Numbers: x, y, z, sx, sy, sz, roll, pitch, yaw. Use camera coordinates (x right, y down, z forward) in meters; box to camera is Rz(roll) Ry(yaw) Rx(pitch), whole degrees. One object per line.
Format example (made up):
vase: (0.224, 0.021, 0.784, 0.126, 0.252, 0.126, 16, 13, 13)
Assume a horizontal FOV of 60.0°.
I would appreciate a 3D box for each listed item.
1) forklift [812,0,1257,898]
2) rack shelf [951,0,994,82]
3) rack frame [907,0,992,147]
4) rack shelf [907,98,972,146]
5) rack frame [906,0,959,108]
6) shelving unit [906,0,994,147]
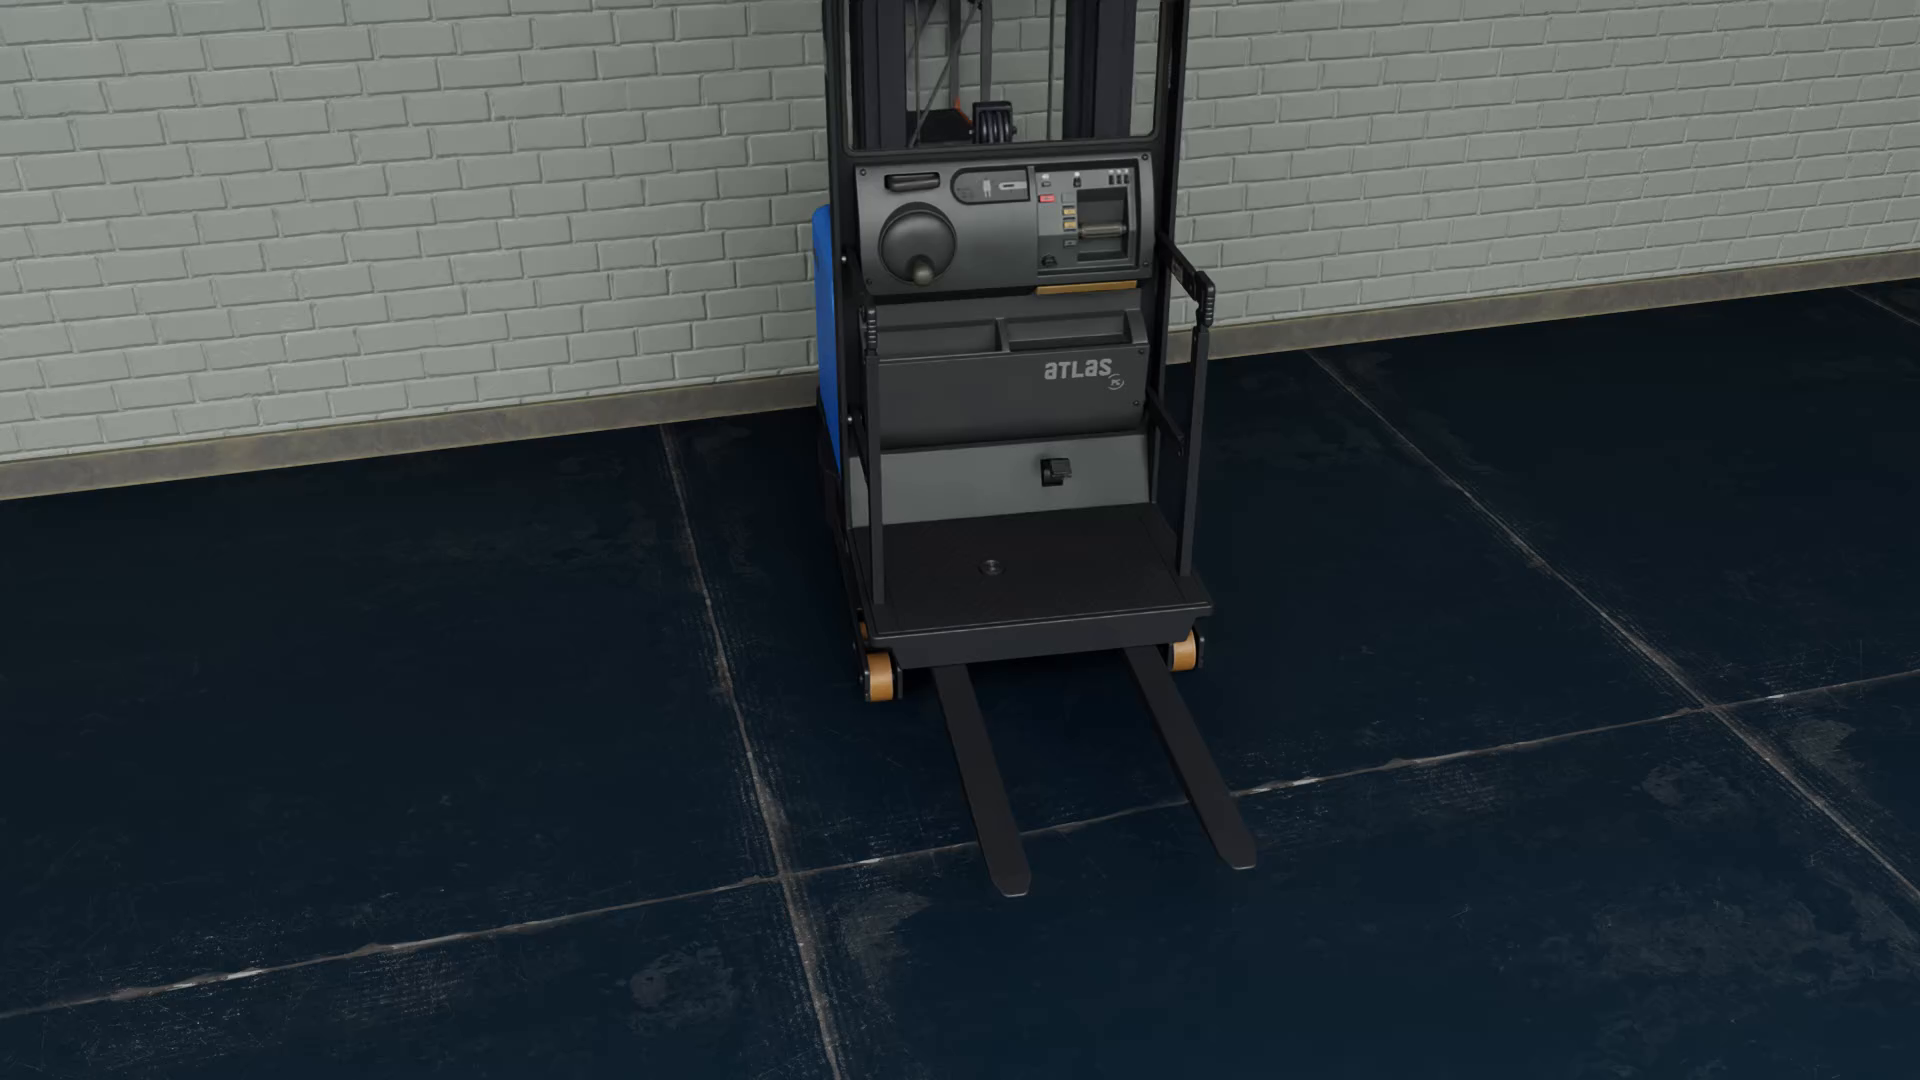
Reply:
forklift: (0.183, -0.942, 4.952, 1.130, 2.935, 3.031, -5, 30, -9)
rack shelf: (-0.139, -2.044, 6.299, 0.431, 0.518, 0.480, -7, 30, -12)
rack frame: (-0.084, -1.329, 6.429, 0.400, 2.100, 0.015, -7, 30, -12)
rack shelf: (-0.143, -1.434, 6.642, 0.431, 0.518, 0.480, -7, 30, -12)
rack frame: (-0.202, -1.562, 6.841, 0.400, 2.100, 0.015, -7, 30, -12)
shelving unit: (-0.143, -1.446, 6.635, 0.431, 2.100, 0.503, -7, 30, -12)
